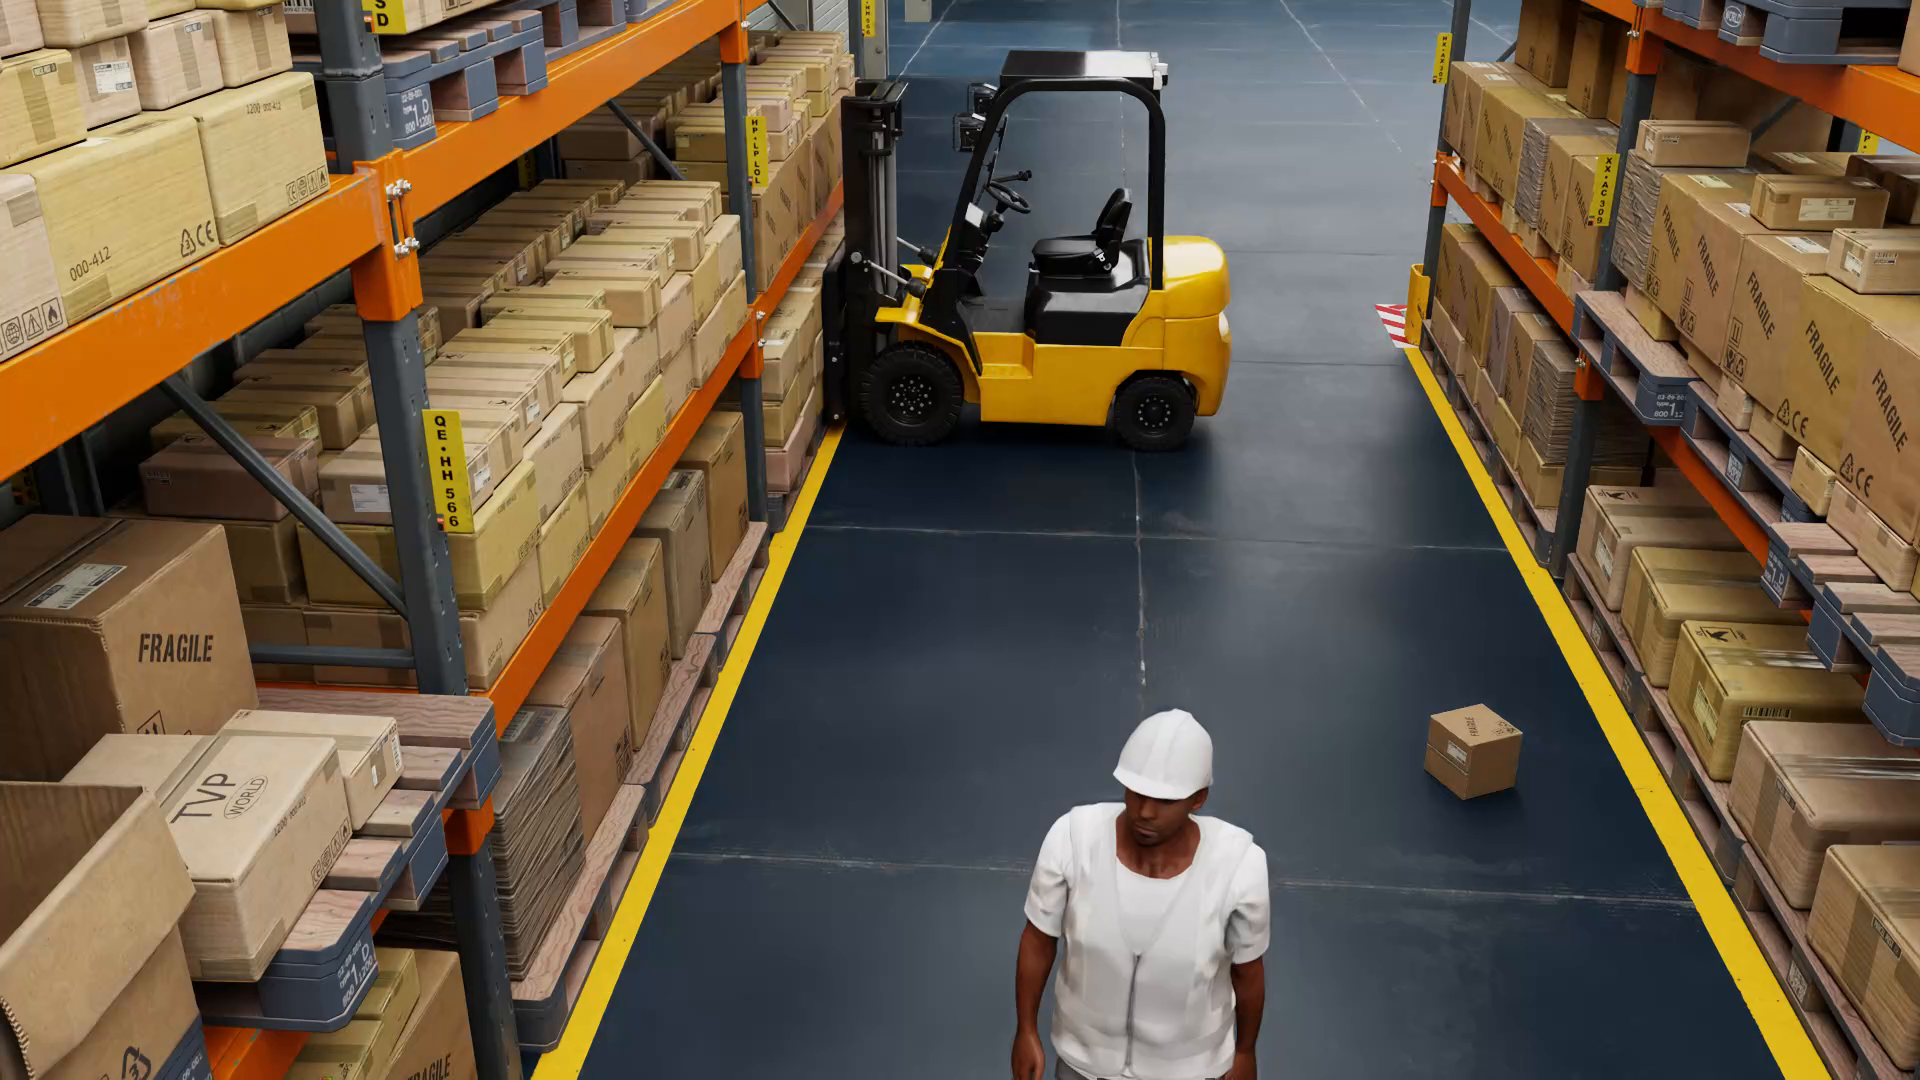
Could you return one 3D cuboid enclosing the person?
[{"bbox_3d":[0.416,1.179,3.957,0.579,1.741,0.872,7,25,16],"label":"person"}]
